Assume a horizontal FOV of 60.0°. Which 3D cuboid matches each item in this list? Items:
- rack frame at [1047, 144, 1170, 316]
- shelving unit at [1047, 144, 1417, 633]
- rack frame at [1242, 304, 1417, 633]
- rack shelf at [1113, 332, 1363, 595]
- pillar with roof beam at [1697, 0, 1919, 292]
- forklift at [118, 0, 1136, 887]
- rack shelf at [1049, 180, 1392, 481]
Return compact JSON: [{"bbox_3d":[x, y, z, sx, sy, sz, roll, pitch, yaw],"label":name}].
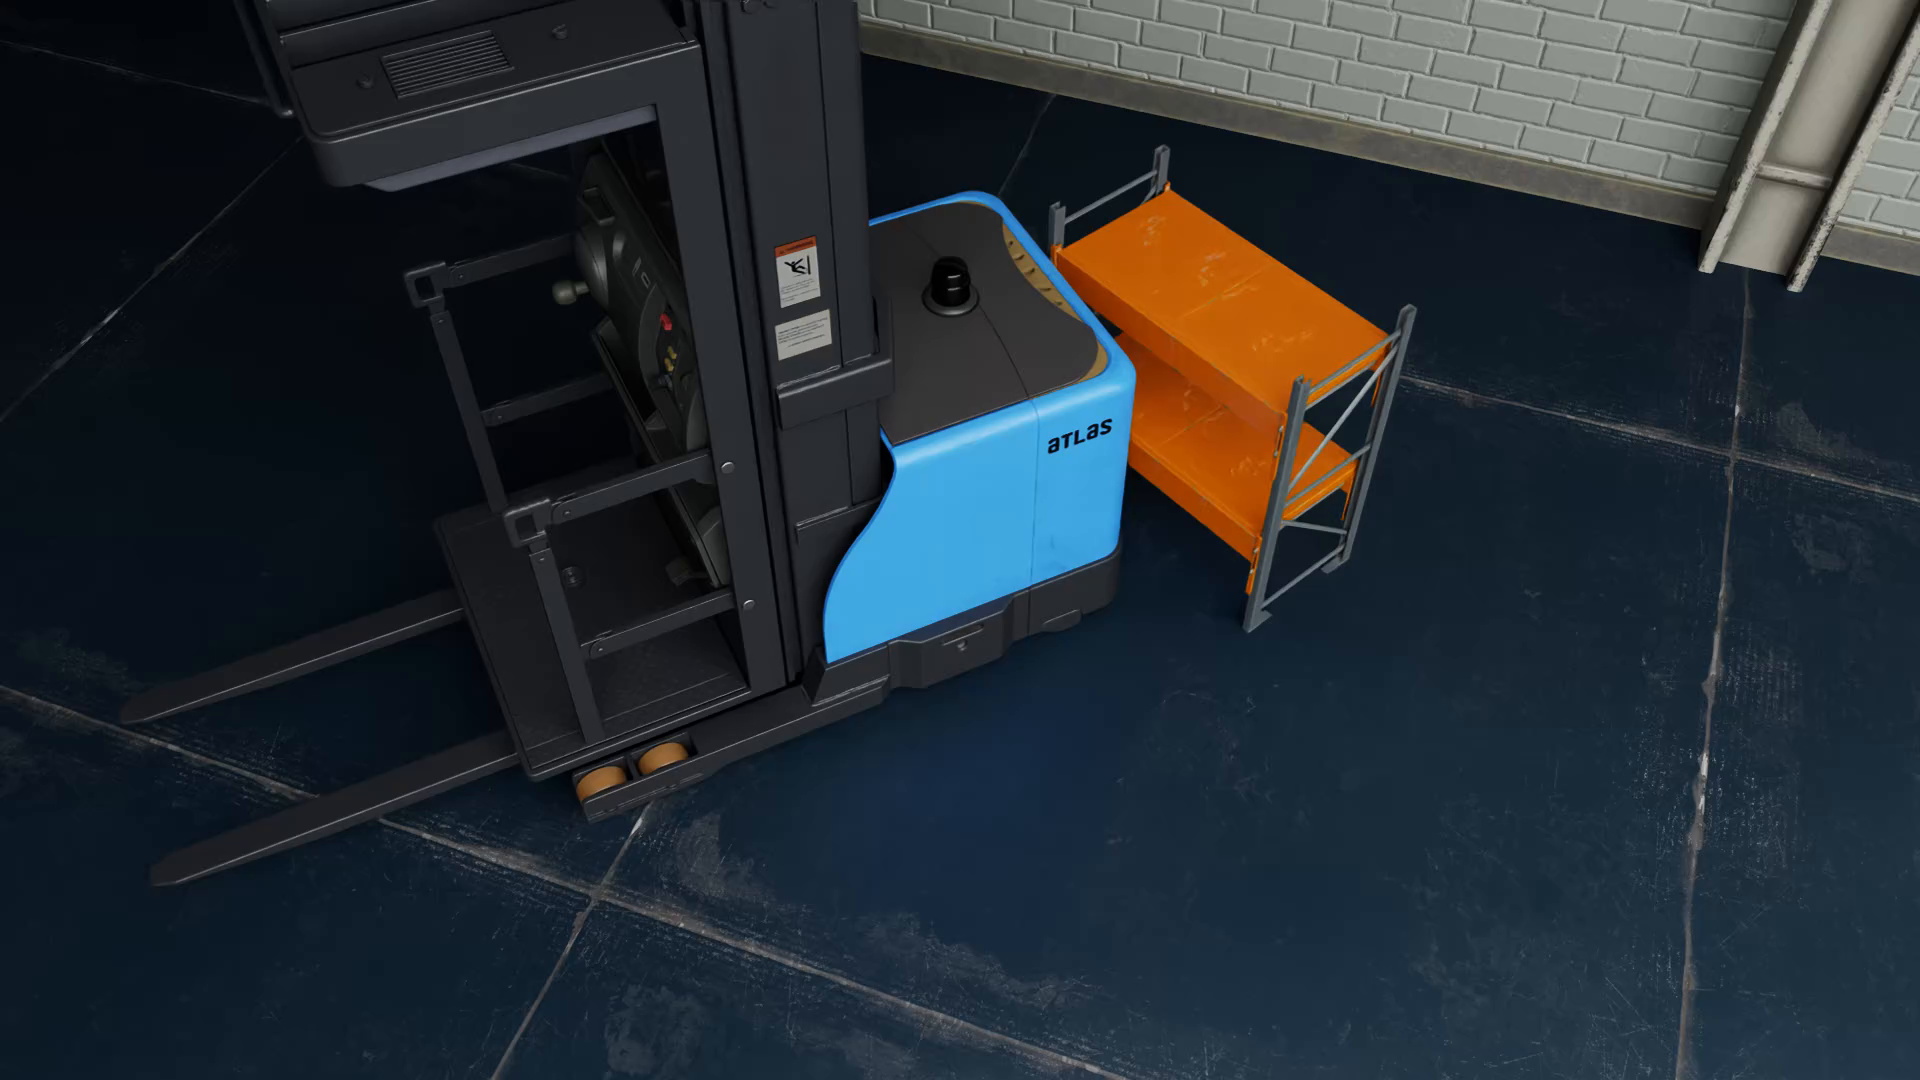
[{"bbox_3d":[0.477,-0.779,5.681,0.500,1.125,0.032,-33,56,-25],"label":"rack frame"},{"bbox_3d":[0.805,-0.486,5.427,0.538,1.125,1.048,-33,56,-25],"label":"shelving unit"},{"bbox_3d":[1.133,-0.192,5.172,0.500,1.125,0.032,-33,56,-25],"label":"rack frame"},{"bbox_3d":[0.805,-0.326,5.611,0.538,0.278,1.000,-33,56,-25],"label":"rack shelf"},{"bbox_3d":[1.714,-1.038,0.695,0.400,9.000,9.100,16,51,13],"label":"pillar with roof beam"},{"bbox_3d":[-1.031,-0.580,4.313,3.031,2.935,1.130,-20,52,-17],"label":"forklift"},{"bbox_3d":[0.805,-0.677,5.205,0.538,0.278,1.000,-33,56,-25],"label":"rack shelf"}]
